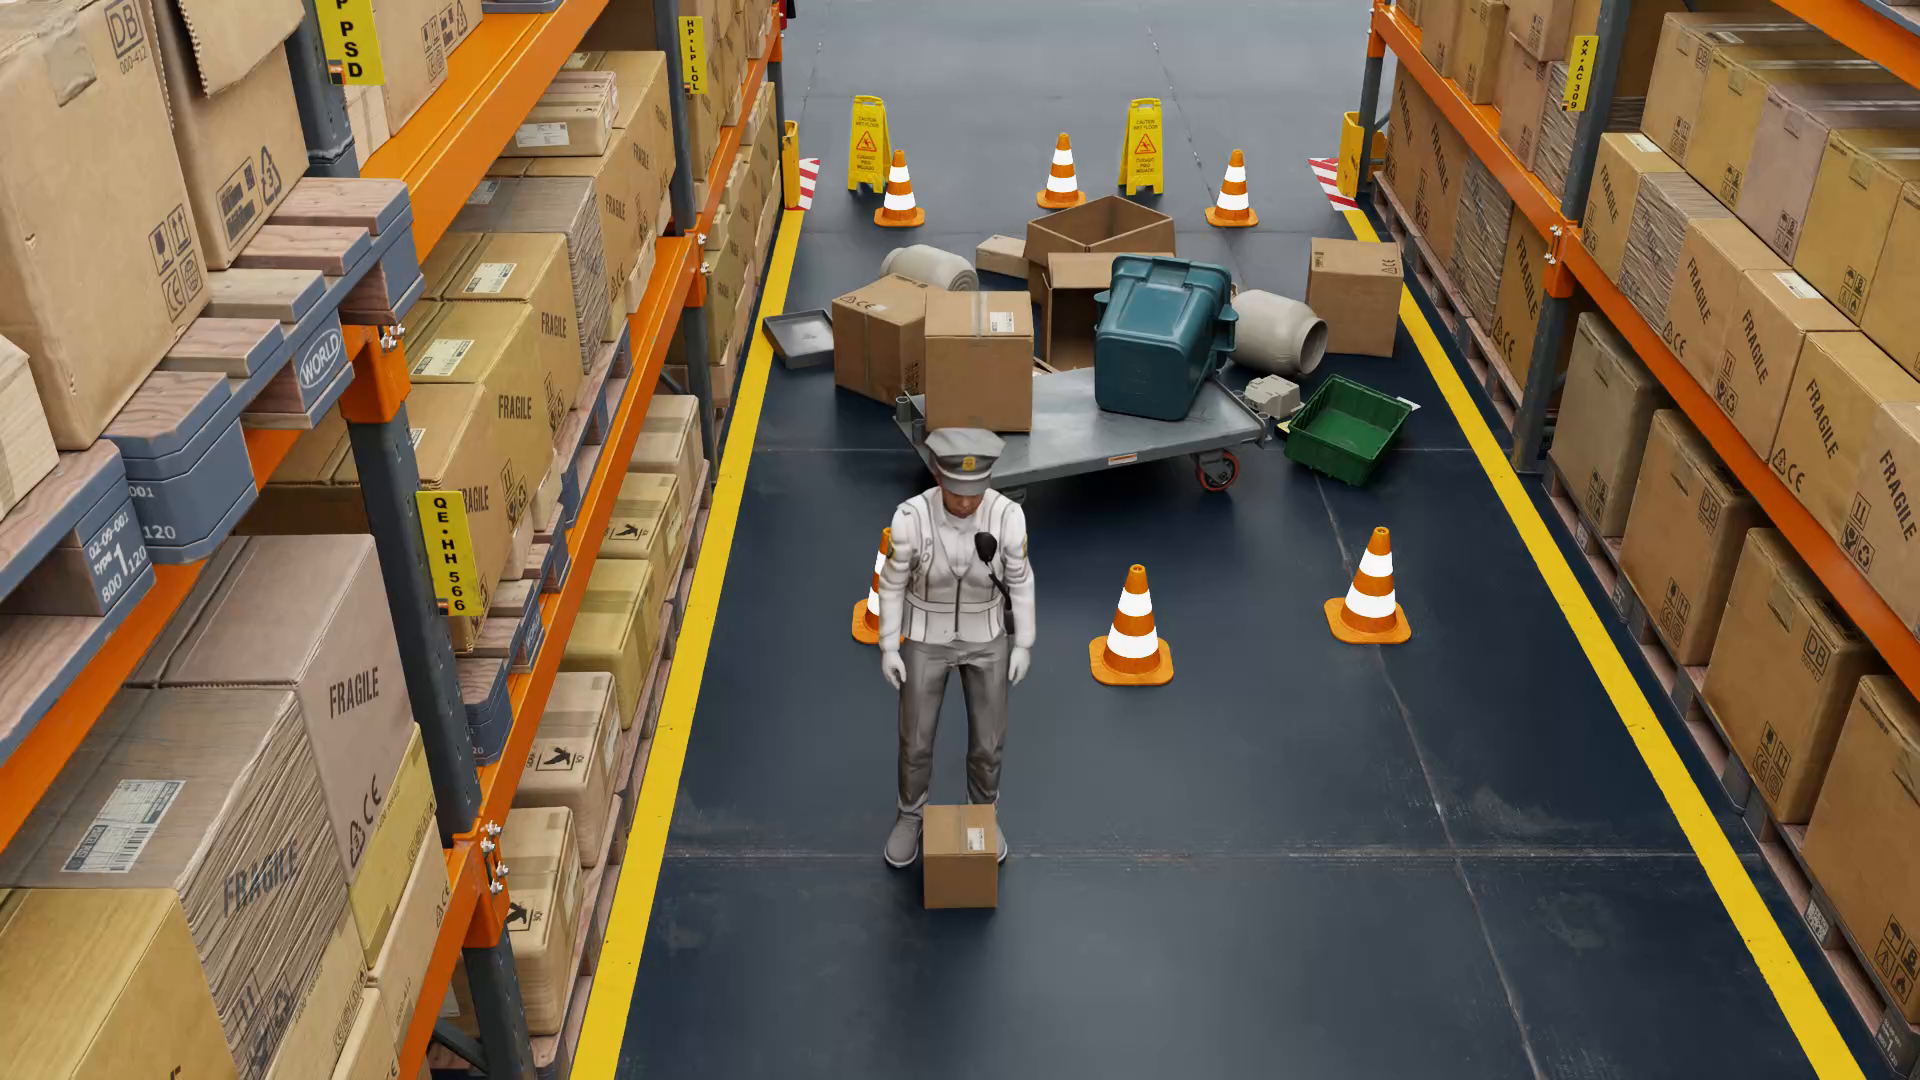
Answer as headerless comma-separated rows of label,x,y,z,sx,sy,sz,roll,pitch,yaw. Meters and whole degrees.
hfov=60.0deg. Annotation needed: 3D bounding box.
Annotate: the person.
person,-0.010,0.359,5.552,0.526,1.661,0.374,-1,32,-2
